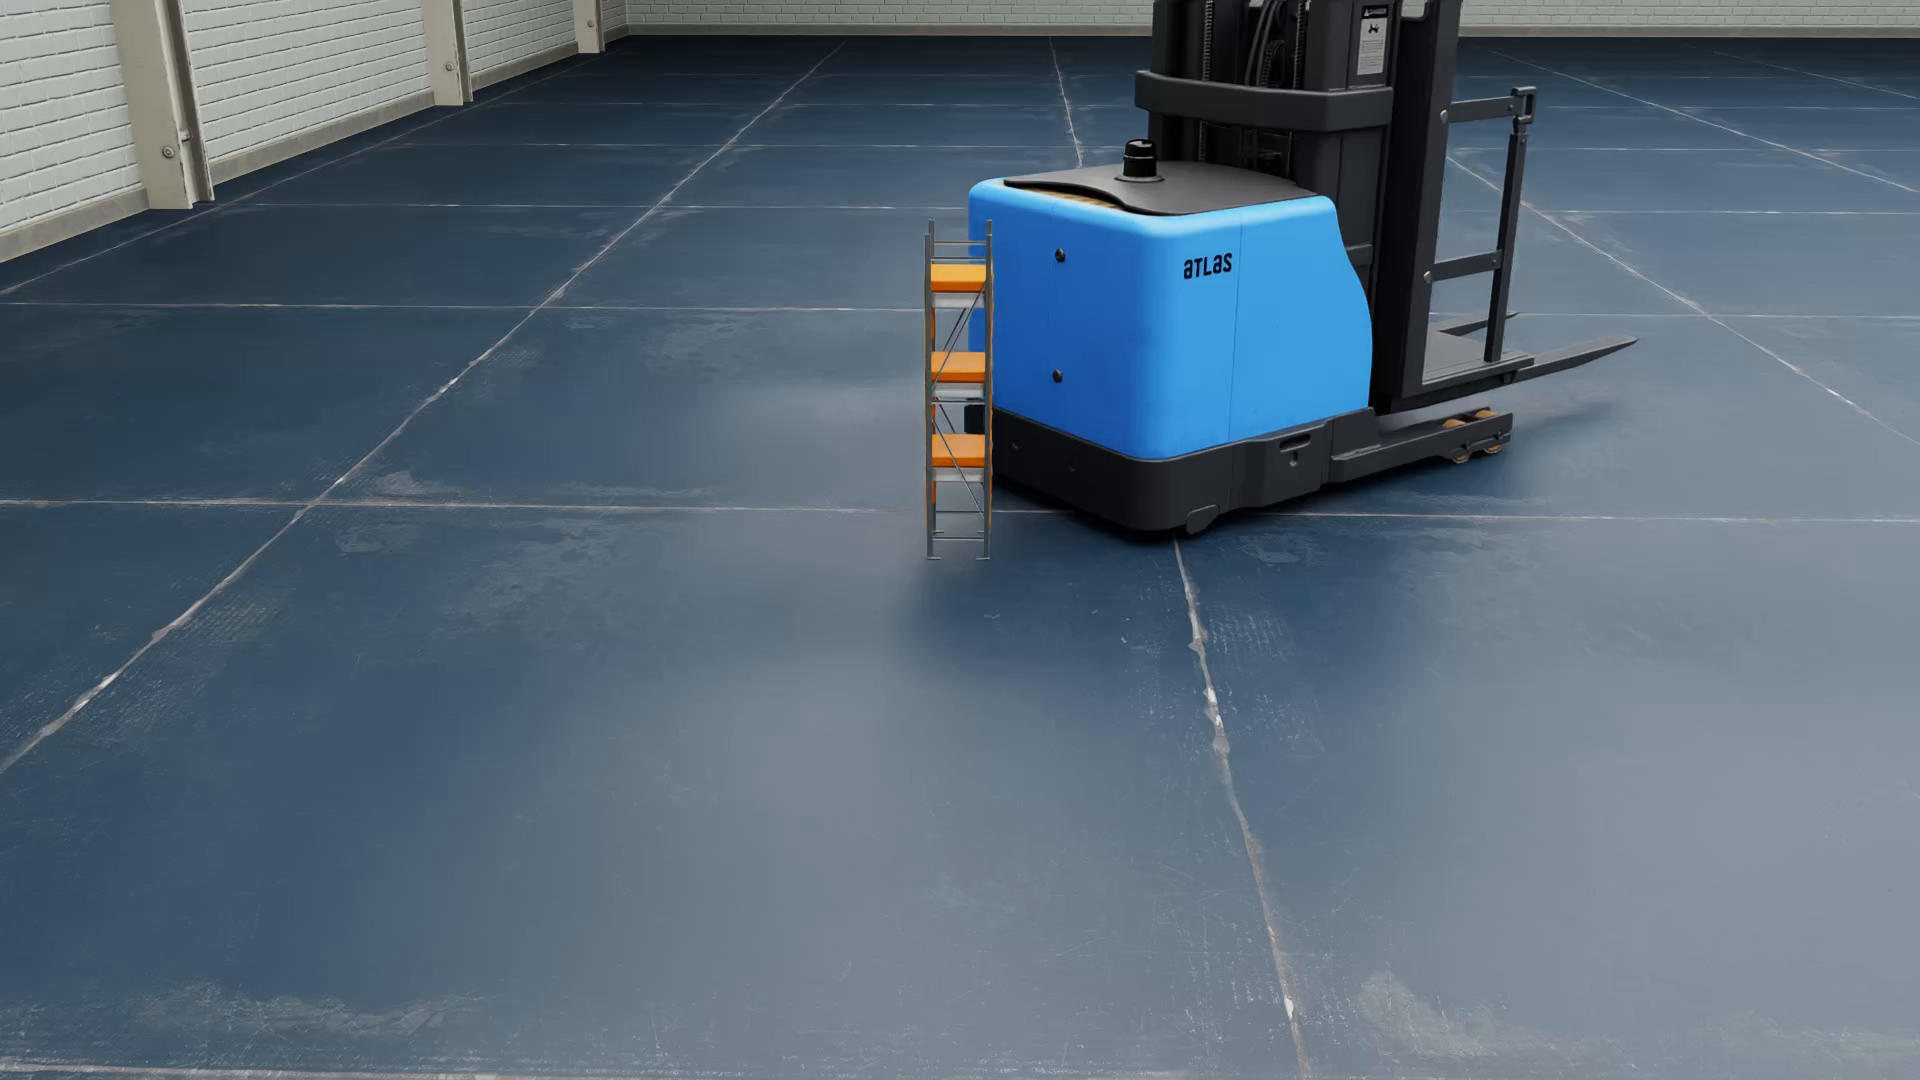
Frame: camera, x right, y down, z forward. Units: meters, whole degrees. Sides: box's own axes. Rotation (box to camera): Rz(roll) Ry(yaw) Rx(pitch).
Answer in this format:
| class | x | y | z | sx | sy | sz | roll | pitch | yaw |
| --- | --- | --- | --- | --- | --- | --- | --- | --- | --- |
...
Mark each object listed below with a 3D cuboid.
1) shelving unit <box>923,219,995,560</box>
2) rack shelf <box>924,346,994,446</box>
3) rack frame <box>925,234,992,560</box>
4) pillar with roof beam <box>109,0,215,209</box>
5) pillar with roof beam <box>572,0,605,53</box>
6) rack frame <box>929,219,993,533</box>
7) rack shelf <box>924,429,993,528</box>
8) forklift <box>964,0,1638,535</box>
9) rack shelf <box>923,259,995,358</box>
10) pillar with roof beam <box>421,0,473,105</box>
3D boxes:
| class | x | y | z | sx | sy | sz | roll | pitch | yaw |
| --- | --- | --- | --- | --- | --- | --- | --- | --- | --- |
| shelving unit | -0.002 | -0.470 | 5.289 | 0.215 | 1.050 | 0.252 | 1 | 21 | 2 |
| rack shelf | -0.002 | -0.460 | 5.293 | 0.215 | 0.259 | 0.240 | 1 | 21 | 2 |
| rack frame | -0.005 | -0.426 | 5.175 | 0.200 | 1.050 | 0.008 | 1 | 21 | 2 |
| pillar with roof beam | -1.107 | -6.480 | 9.790 | 9.100 | 9.000 | 0.400 | 1 | 21 | 2 |
| pillar with roof beam | -0.742 | -10.819 | 20.972 | 9.100 | 9.000 | 0.400 | 1 | 21 | 2 |
| rack frame | 0.002 | -0.514 | 5.403 | 0.200 | 1.050 | 0.008 | 1 | 21 | 2 |
| rack shelf | -0.002 | -0.201 | 5.394 | 0.215 | 0.259 | 0.240 | 1 | 21 | 2 |
| forklift | 1.500 | -1.792 | 6.095 | 3.031 | 2.935 | 1.130 | -15 | 26 | -34 |
| rack shelf | -0.002 | -0.725 | 5.190 | 0.215 | 0.259 | 0.240 | 1 | 21 | 2 |
| pillar with roof beam | -0.924 | -8.649 | 15.381 | 9.100 | 9.000 | 0.400 | 1 | 21 | 2 |
